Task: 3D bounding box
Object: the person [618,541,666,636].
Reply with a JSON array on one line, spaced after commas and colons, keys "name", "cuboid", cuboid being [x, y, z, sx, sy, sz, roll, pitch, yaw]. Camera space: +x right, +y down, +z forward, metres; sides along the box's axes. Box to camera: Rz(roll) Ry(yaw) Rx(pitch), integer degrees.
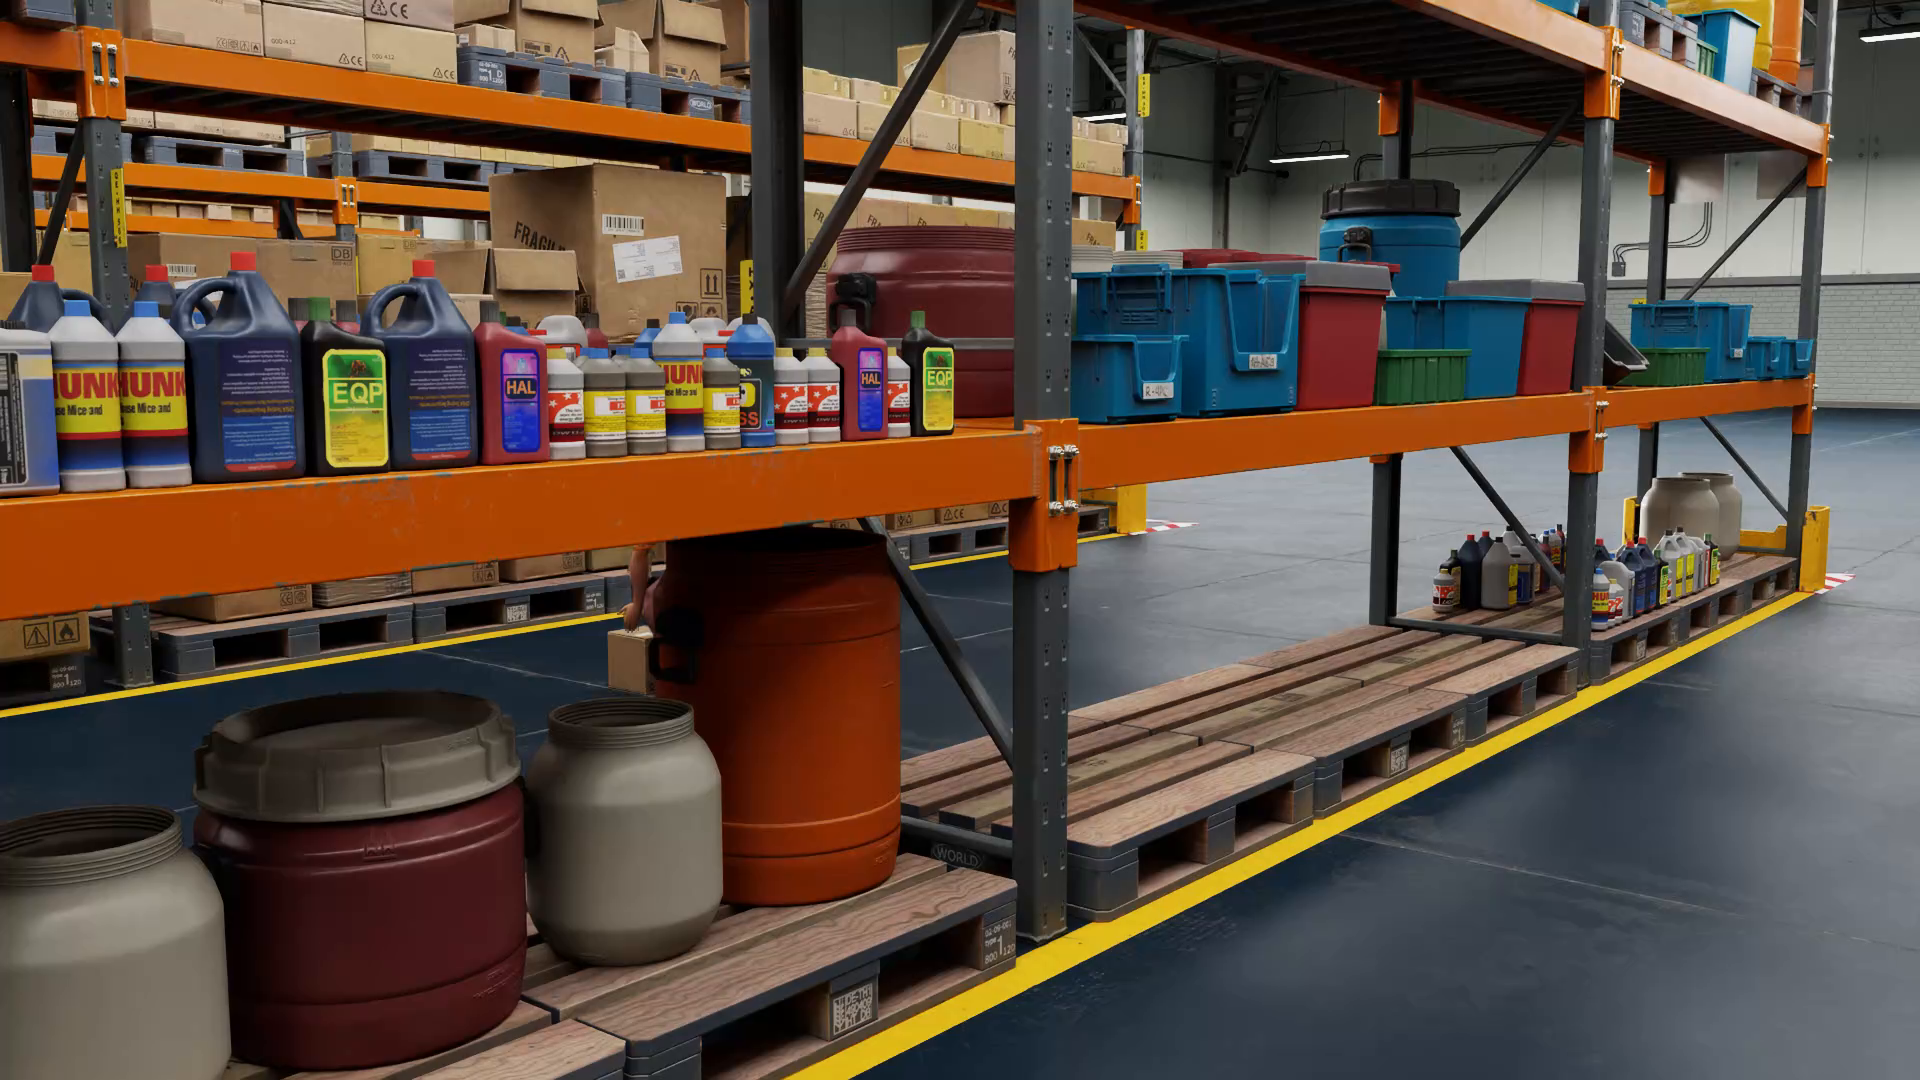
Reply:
[{"name": "person", "cuboid": [-1.106, 0.135, 7.052, 0.757, 1.103, 0.502, 5, 9, 38]}]
